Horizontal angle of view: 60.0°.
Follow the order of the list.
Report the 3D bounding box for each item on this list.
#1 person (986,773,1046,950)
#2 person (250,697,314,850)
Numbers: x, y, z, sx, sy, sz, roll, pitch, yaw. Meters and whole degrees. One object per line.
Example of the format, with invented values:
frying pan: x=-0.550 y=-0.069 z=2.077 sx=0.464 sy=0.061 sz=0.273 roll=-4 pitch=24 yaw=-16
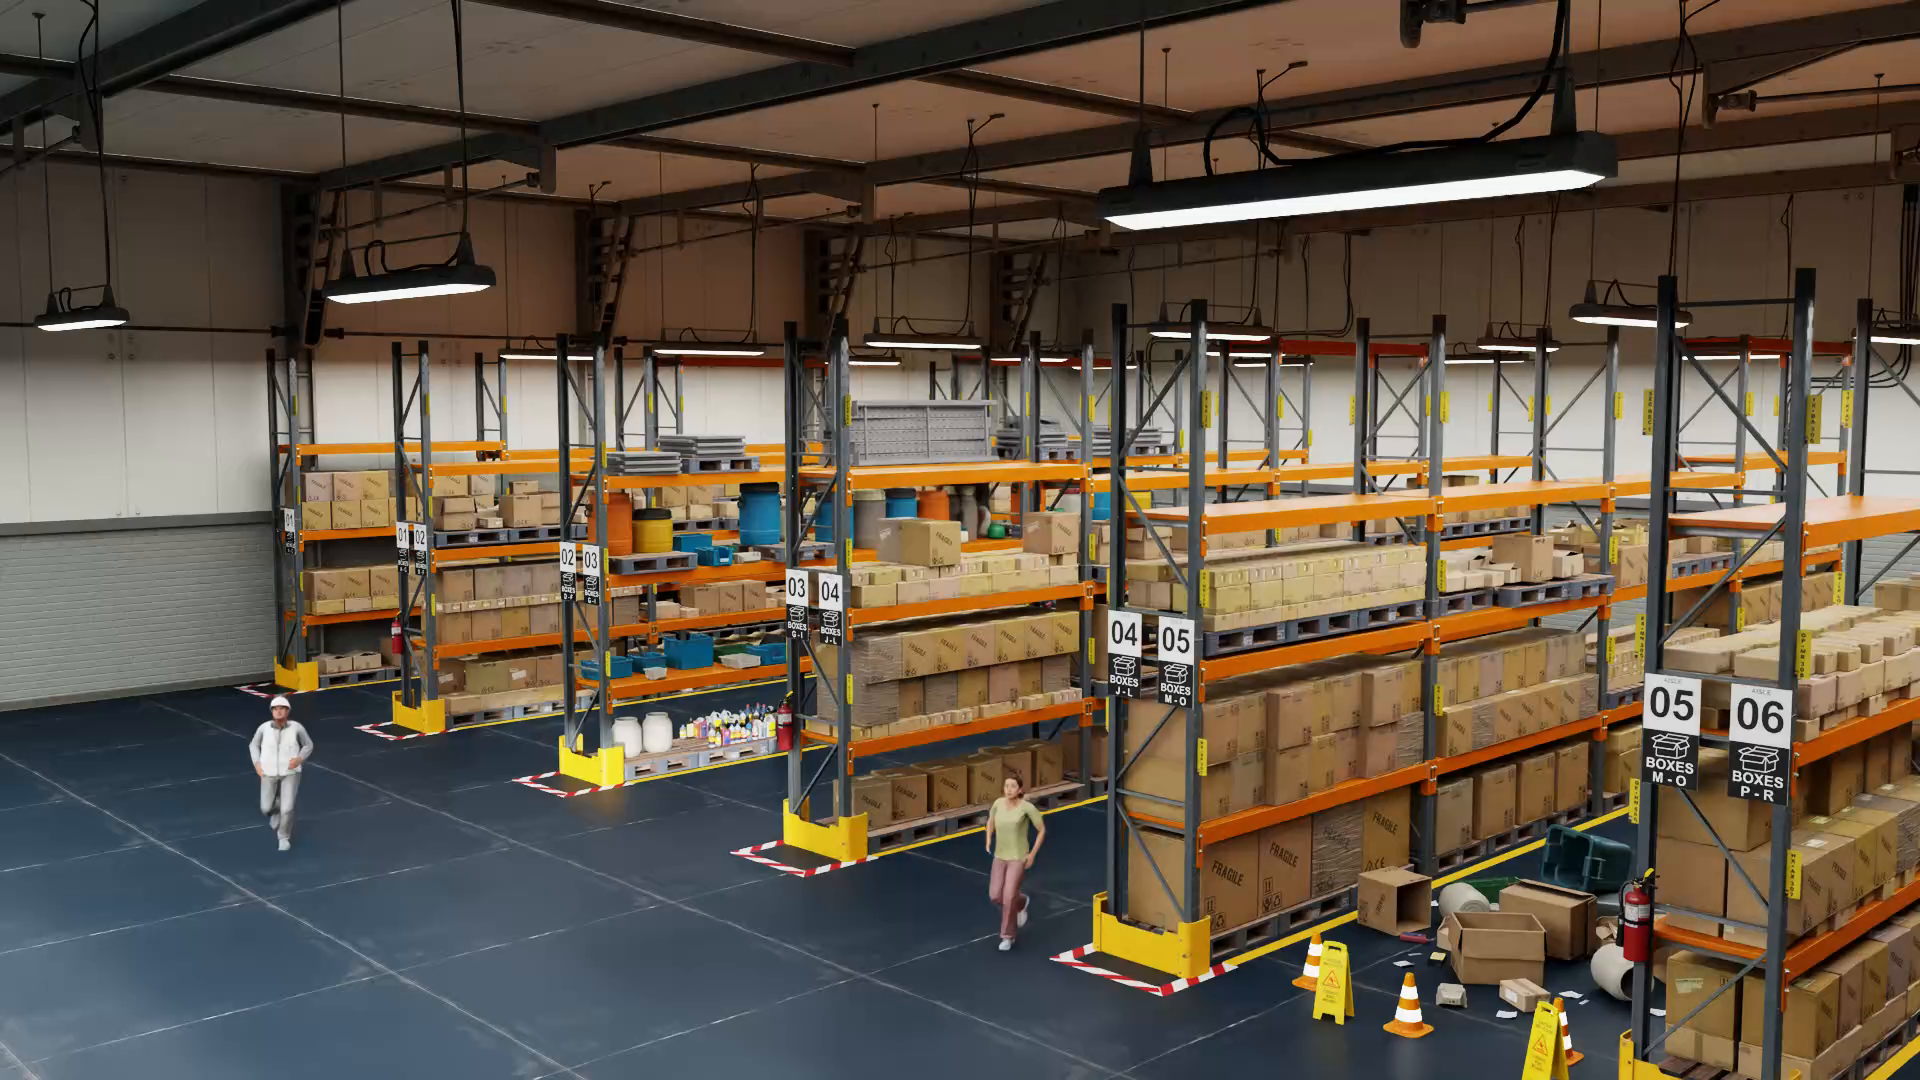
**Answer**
person: x=0.507 y=3.003 z=15.713 sx=0.615 sy=1.640 sz=0.570 roll=3 pitch=6 yaw=30
person: x=-7.797 y=2.662 z=19.117 sx=0.696 sy=1.736 sz=0.581 roll=-1 pitch=5 yaw=-12
